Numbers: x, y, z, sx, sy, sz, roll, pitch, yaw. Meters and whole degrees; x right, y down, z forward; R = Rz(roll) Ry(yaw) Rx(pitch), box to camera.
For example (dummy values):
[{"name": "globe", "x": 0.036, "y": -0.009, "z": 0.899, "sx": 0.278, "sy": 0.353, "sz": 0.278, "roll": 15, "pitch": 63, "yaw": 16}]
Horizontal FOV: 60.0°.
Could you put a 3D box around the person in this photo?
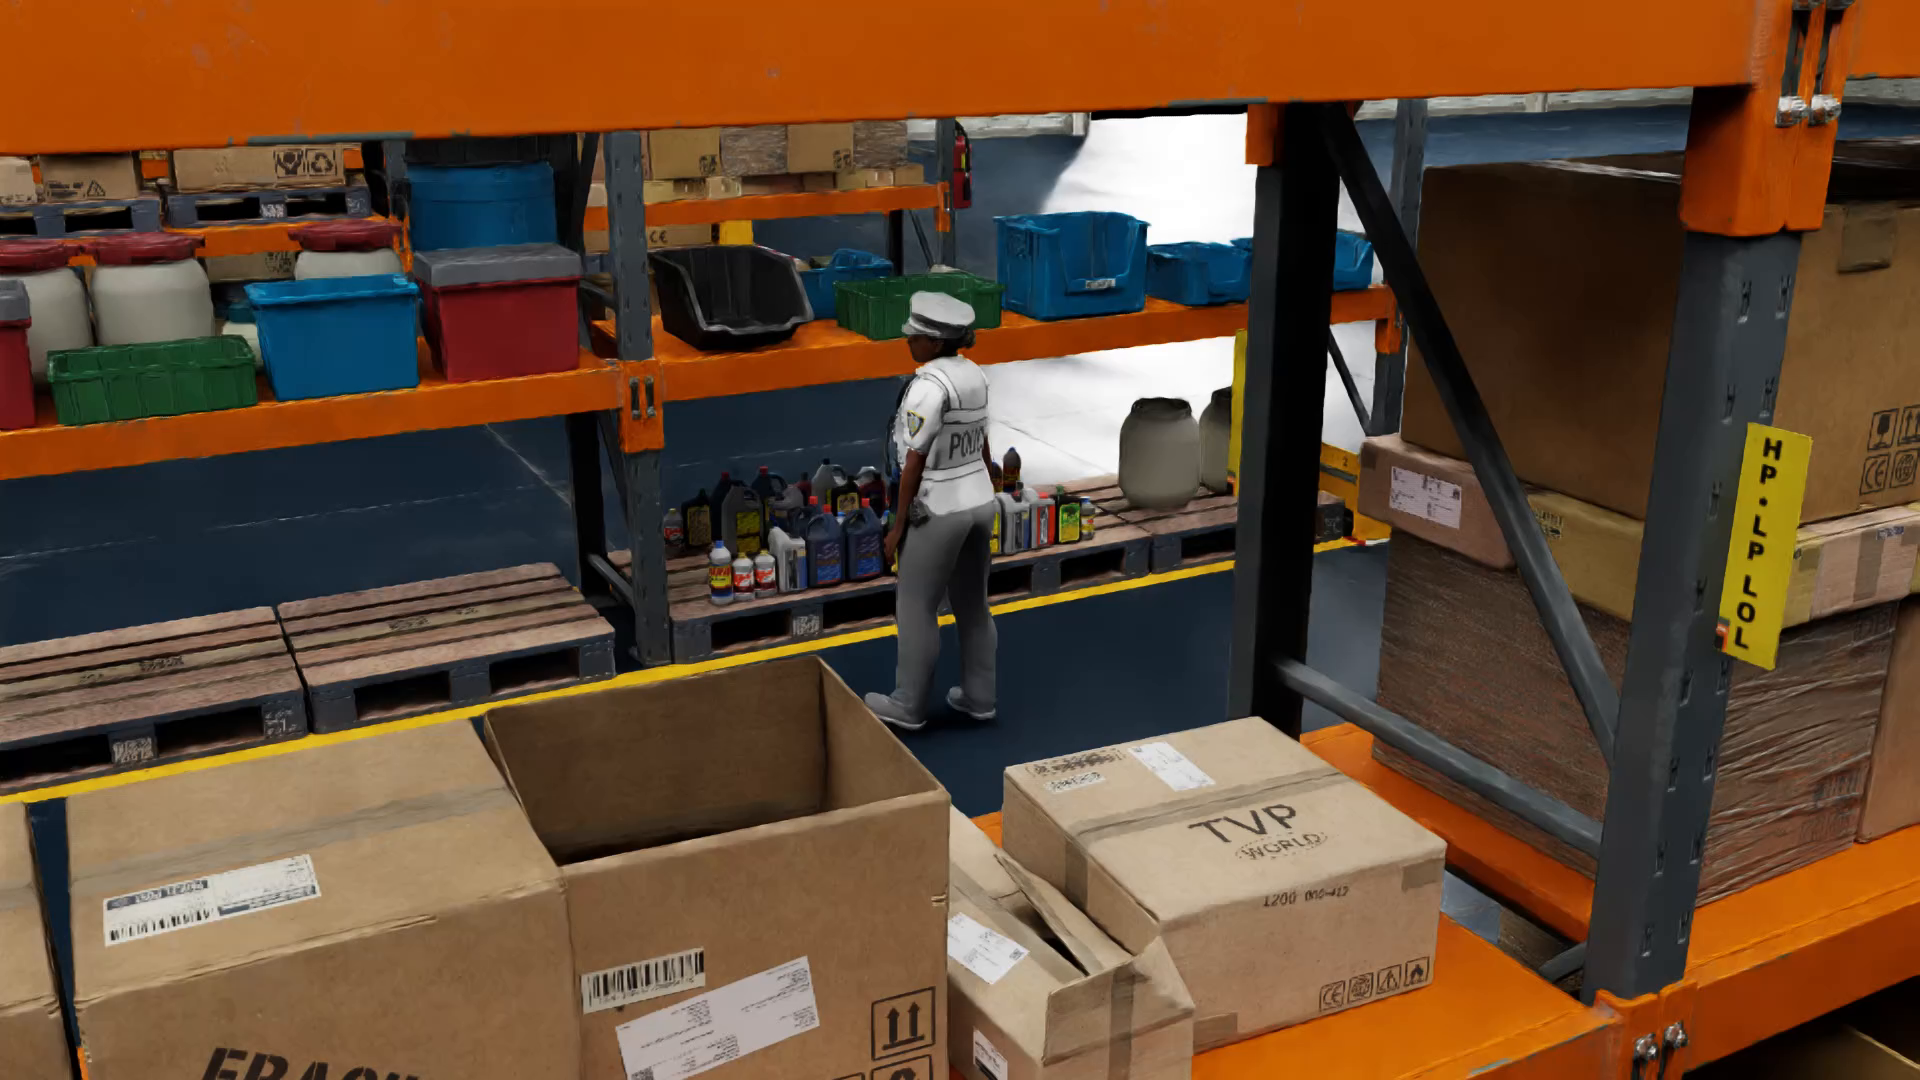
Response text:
[{"name": "person", "x": -0.102, "y": -0.100, "z": 6.276, "sx": 0.488, "sy": 1.686, "sz": 0.520, "roll": 11, "pitch": 21, "yaw": 29}]
